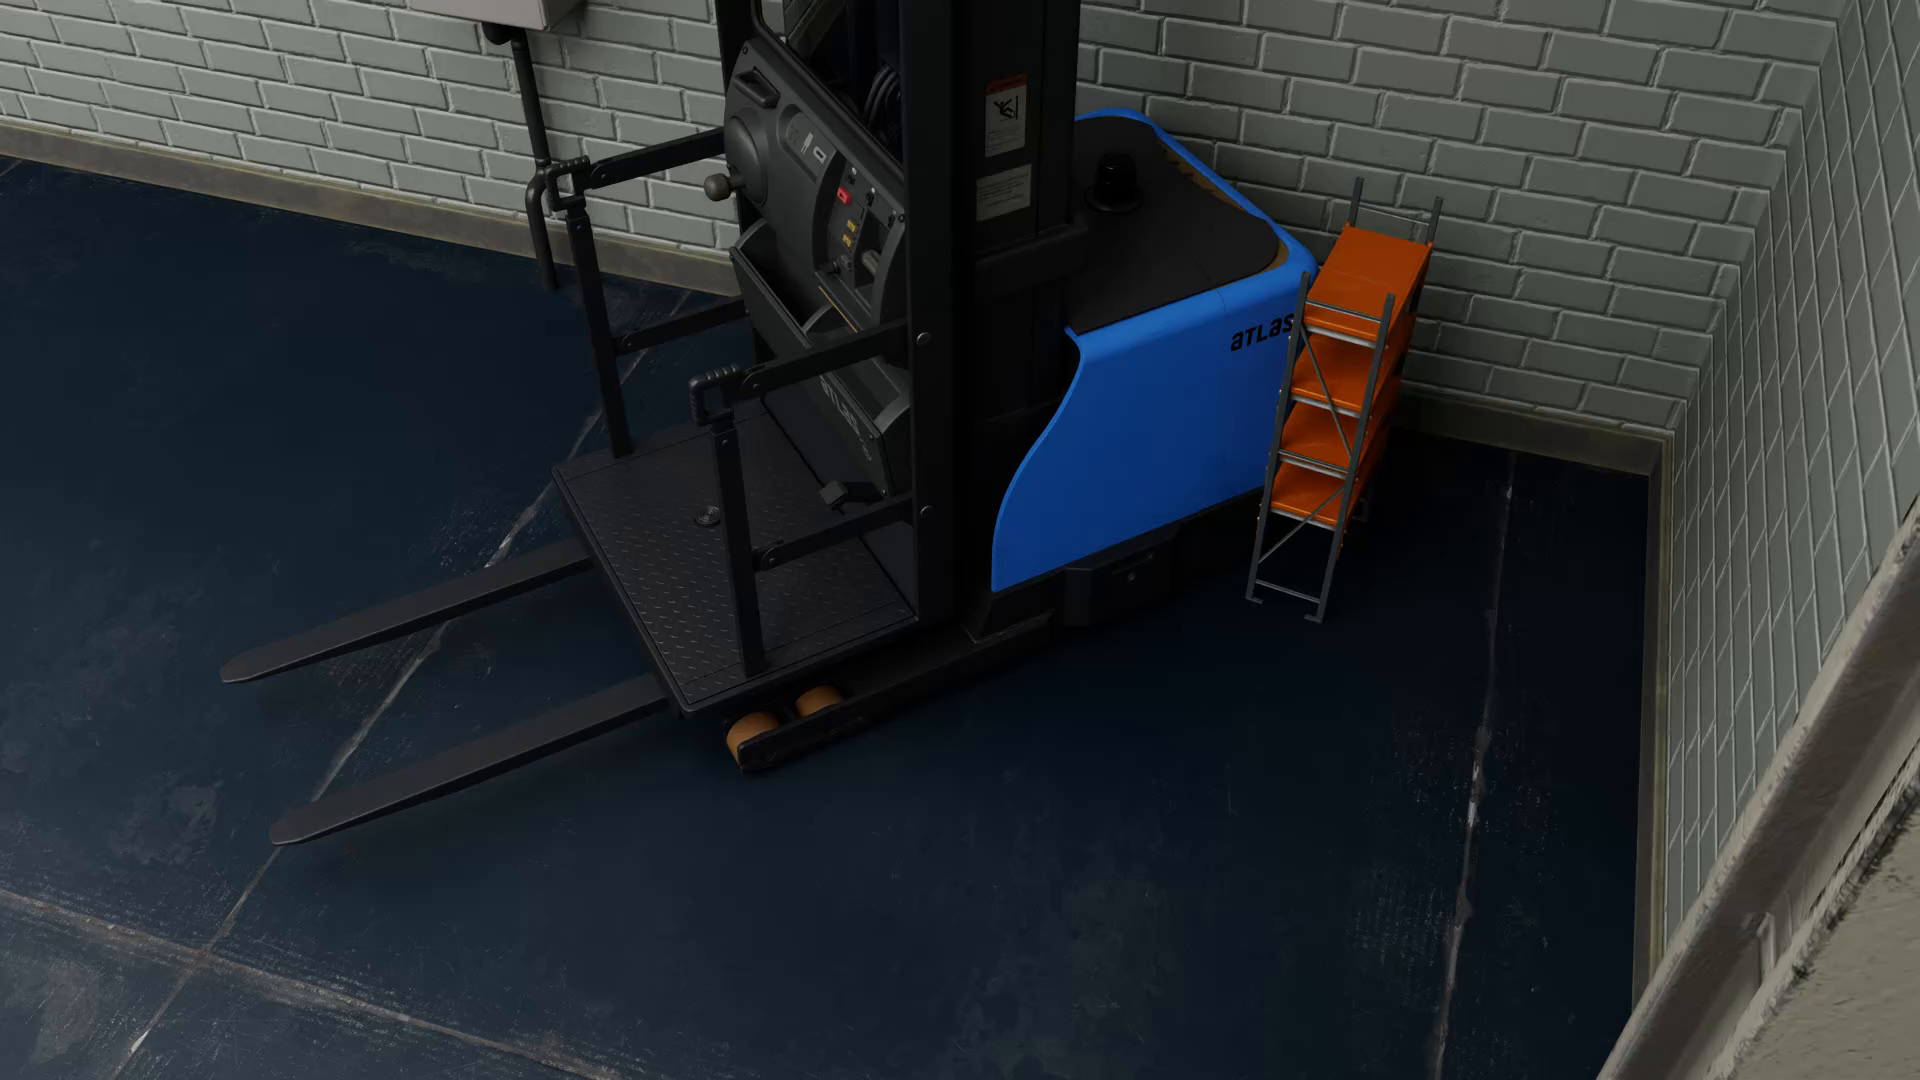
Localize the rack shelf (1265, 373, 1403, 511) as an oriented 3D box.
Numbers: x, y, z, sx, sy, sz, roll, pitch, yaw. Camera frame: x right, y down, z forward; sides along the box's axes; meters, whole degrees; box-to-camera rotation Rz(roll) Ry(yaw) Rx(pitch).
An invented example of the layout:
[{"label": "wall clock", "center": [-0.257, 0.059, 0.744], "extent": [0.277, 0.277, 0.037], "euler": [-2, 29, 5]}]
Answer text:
[{"label": "rack shelf", "center": [1.086, -0.323, 4.818], "extent": [0.258, 0.148, 0.480], "euler": [19, 47, 18]}]

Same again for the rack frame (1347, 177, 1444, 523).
[{"label": "rack frame", "center": [1.191, -0.525, 4.929], "extent": [0.240, 1.200, 0.015], "euler": [19, 47, 18]}]

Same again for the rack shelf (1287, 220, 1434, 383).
[{"label": "rack shelf", "center": [1.086, -0.652, 4.496], "extent": [0.258, 0.148, 0.480], "euler": [19, 47, 18]}]

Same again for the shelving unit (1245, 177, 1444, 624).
[{"label": "shelving unit", "center": [1.086, -0.371, 4.771], "extent": [0.258, 1.200, 0.503], "euler": [19, 47, 18]}]

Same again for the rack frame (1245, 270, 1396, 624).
[{"label": "rack frame", "center": [0.980, -0.217, 4.614], "extent": [0.240, 1.200, 0.015], "euler": [19, 47, 18]}]

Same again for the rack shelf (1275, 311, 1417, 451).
[{"label": "rack shelf", "center": [1.086, -0.483, 4.662], "extent": [0.258, 0.148, 0.480], "euler": [19, 47, 18]}]

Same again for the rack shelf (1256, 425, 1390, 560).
[{"label": "rack shelf", "center": [1.086, -0.181, 4.957], "extent": [0.258, 0.148, 0.480], "euler": [19, 47, 18]}]

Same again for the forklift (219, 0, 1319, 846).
[{"label": "forklift", "center": [-0.548, -0.838, 4.011], "extent": [3.031, 2.935, 1.130], "euler": [-21, 48, -20]}]

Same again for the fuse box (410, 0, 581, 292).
[{"label": "fuse box", "center": [-1.511, -1.529, 5.589], "extent": [0.539, 1.711, 0.414], "euler": [13, 46, 13]}]
